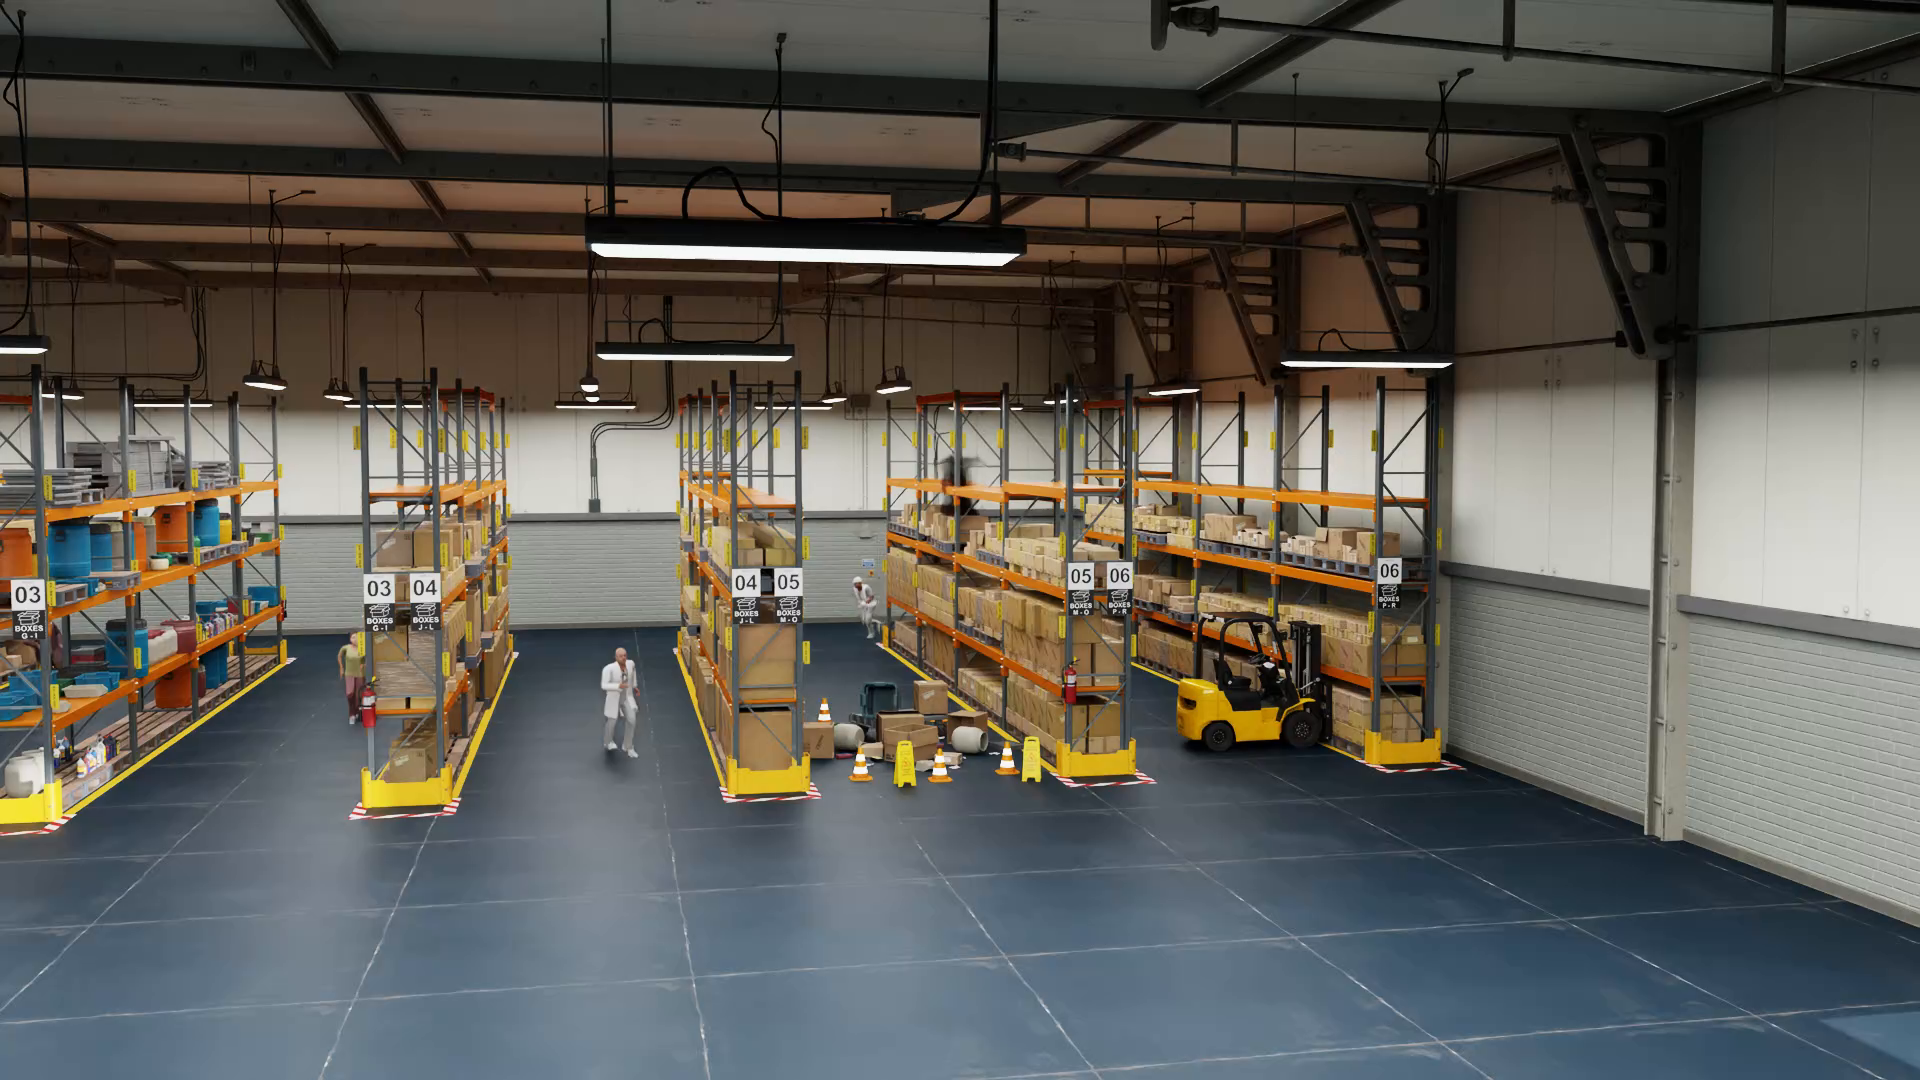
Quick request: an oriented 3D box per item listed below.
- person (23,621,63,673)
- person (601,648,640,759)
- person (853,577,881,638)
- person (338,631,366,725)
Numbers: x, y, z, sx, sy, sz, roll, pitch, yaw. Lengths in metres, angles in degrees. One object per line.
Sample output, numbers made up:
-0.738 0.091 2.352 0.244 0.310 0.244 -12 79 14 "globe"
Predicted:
-17.510 2.193 31.830 0.735 1.747 0.919 -3 4 -39 "person"
-5.405 2.570 26.404 0.701 1.758 1.058 -2 4 -29 "person"
-2.391 1.703 42.272 0.918 1.582 0.711 -3 5 -42 "person"
-10.728 2.434 29.476 0.527 1.668 0.791 -1 4 -23 "person"
